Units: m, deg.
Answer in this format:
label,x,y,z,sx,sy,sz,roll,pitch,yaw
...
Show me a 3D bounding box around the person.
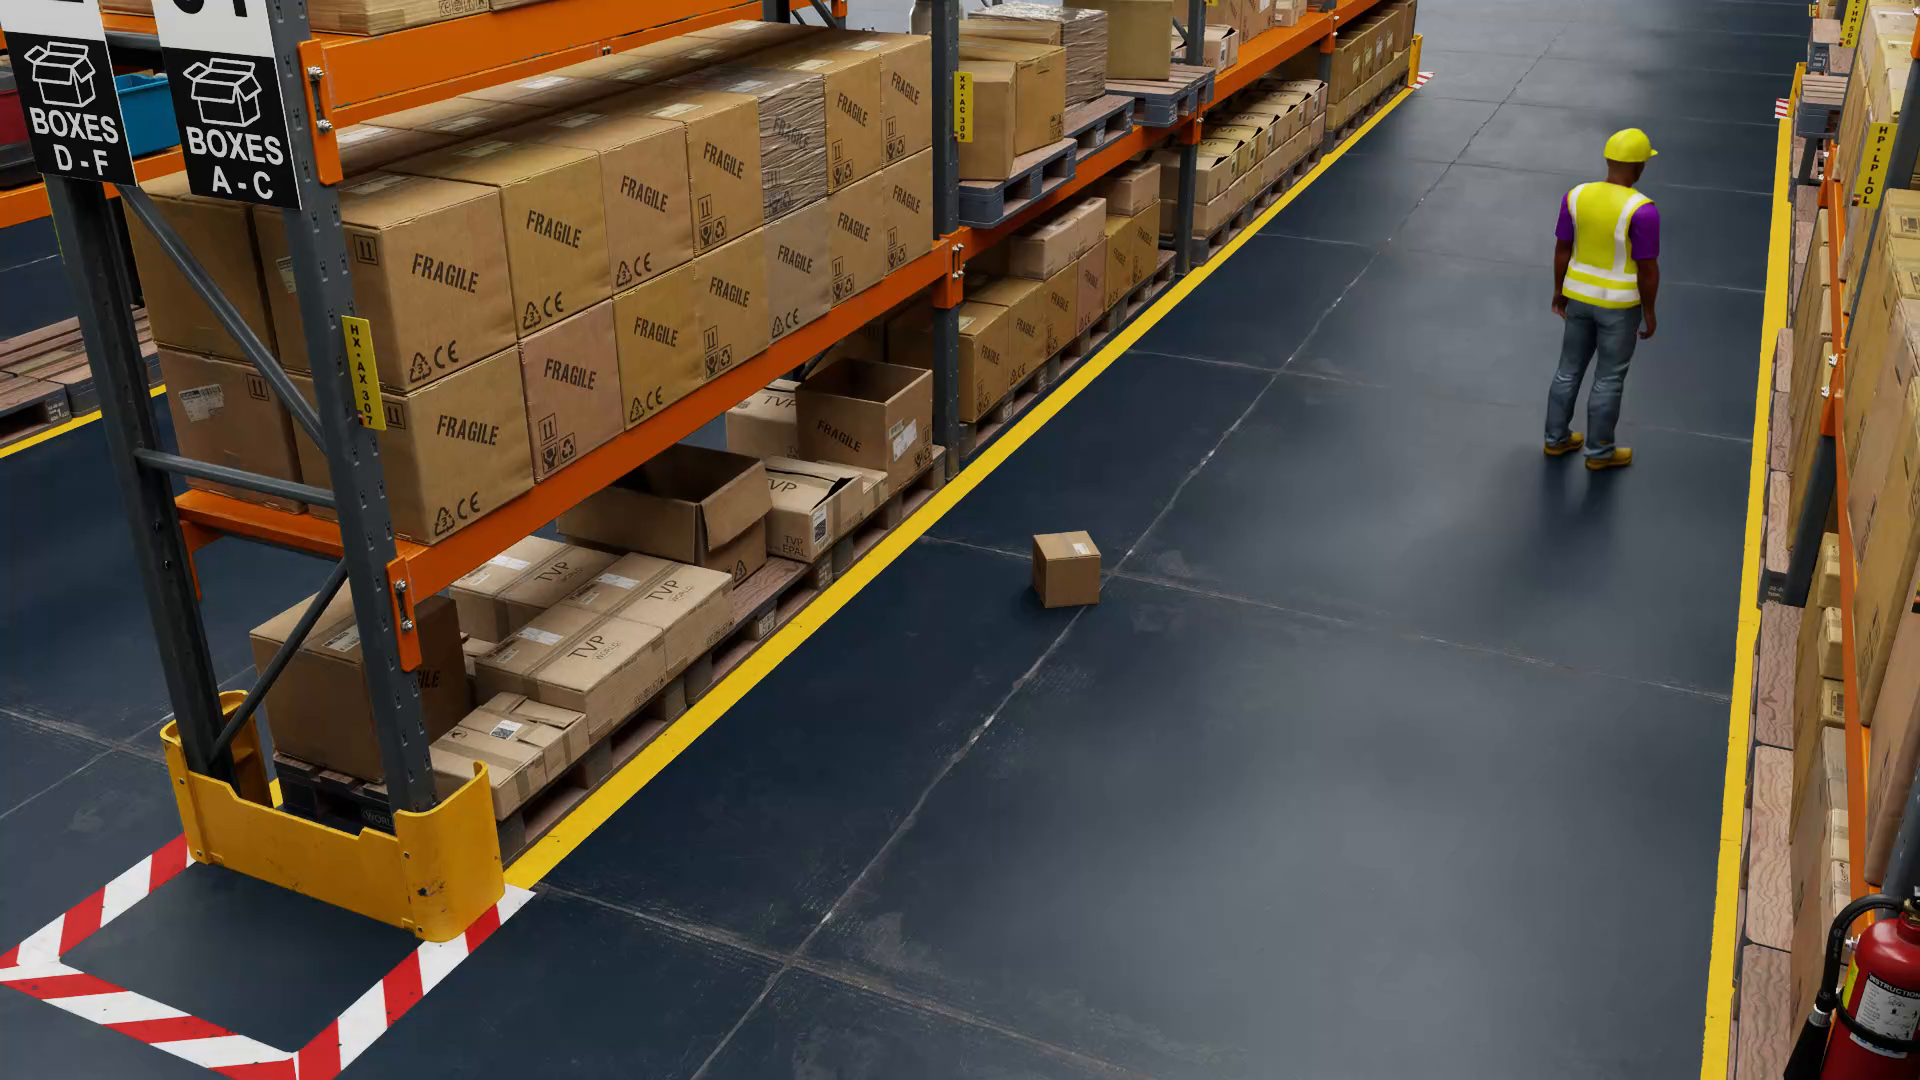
label,x,y,z,sx,sy,sz,roll,pitch,yaw
person,3.353,-1.245,8.618,0.406,1.770,0.570,-17,31,-32
